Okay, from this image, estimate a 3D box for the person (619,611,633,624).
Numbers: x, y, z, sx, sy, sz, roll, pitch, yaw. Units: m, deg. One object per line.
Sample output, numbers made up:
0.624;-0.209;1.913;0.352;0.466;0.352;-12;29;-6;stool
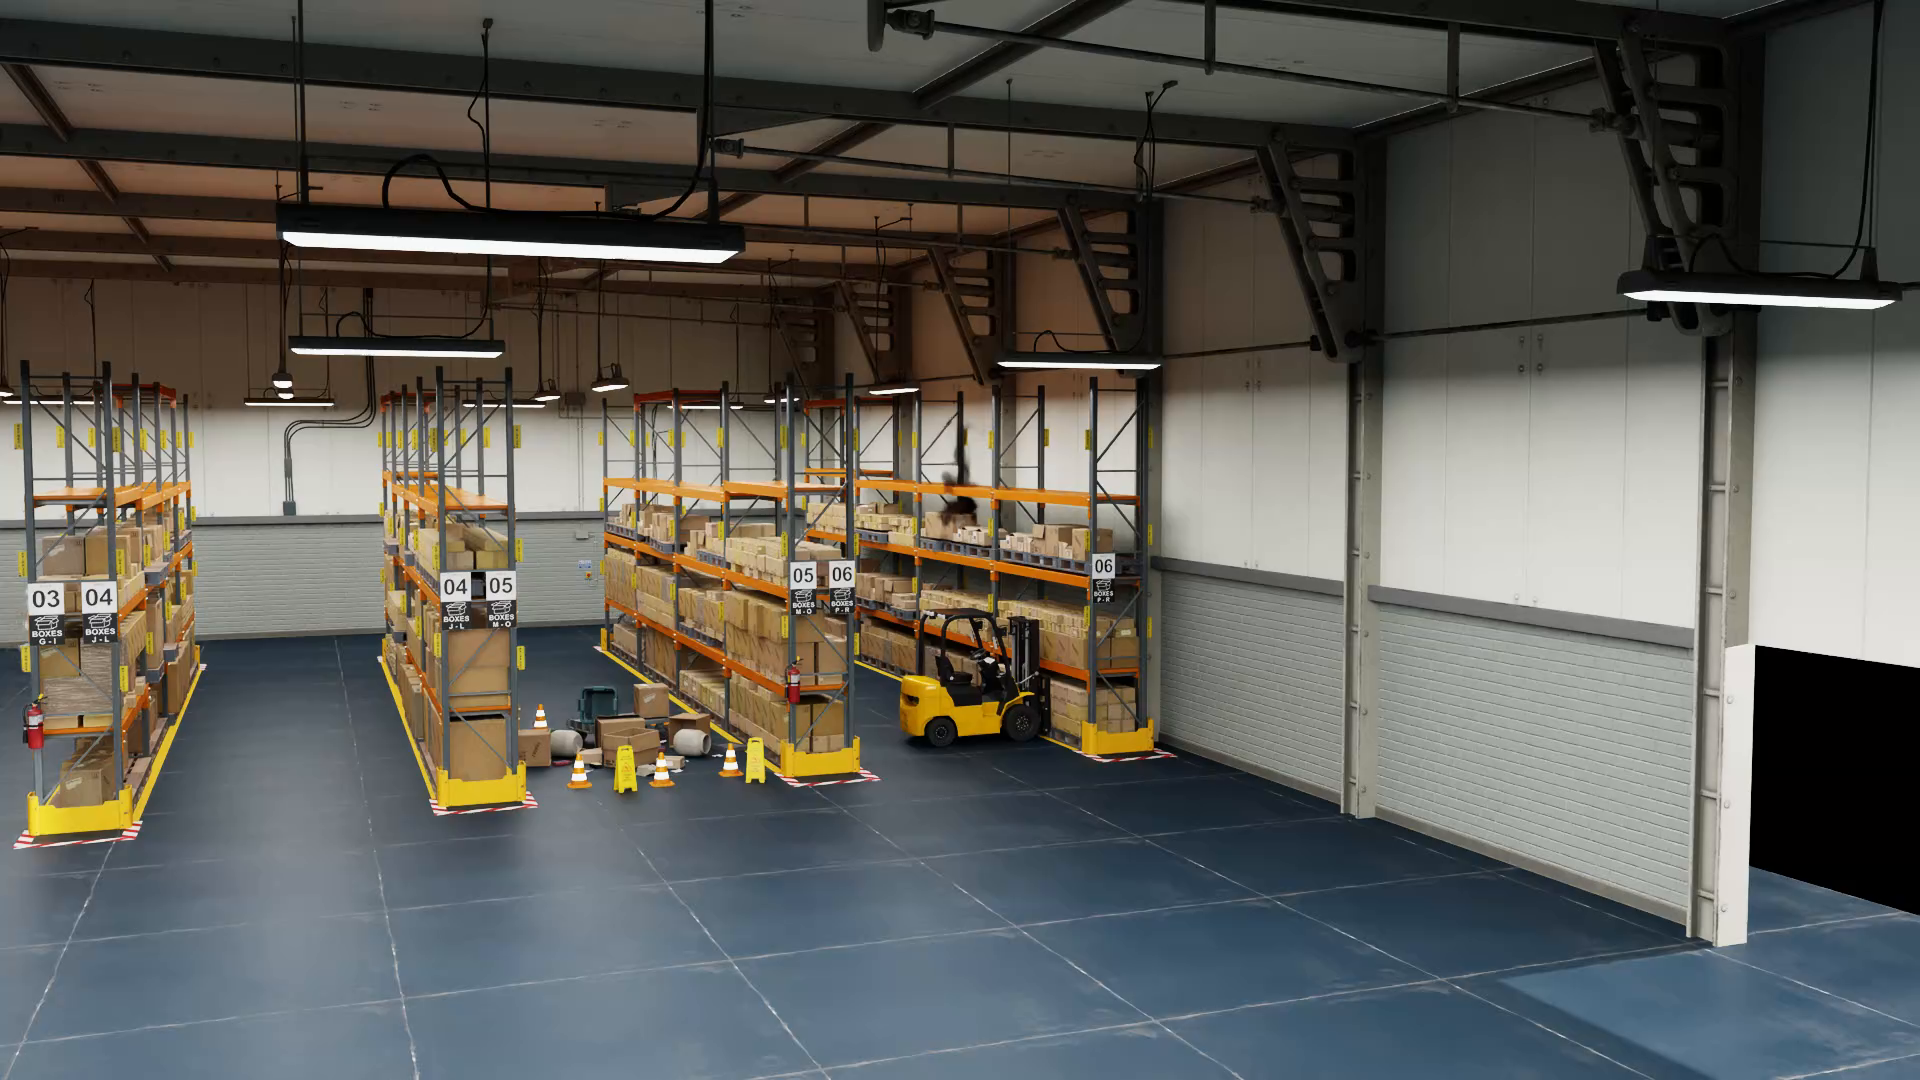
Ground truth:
-8.110;1.657;40.781;0.932;1.765;0.711;0;3;-3;person
